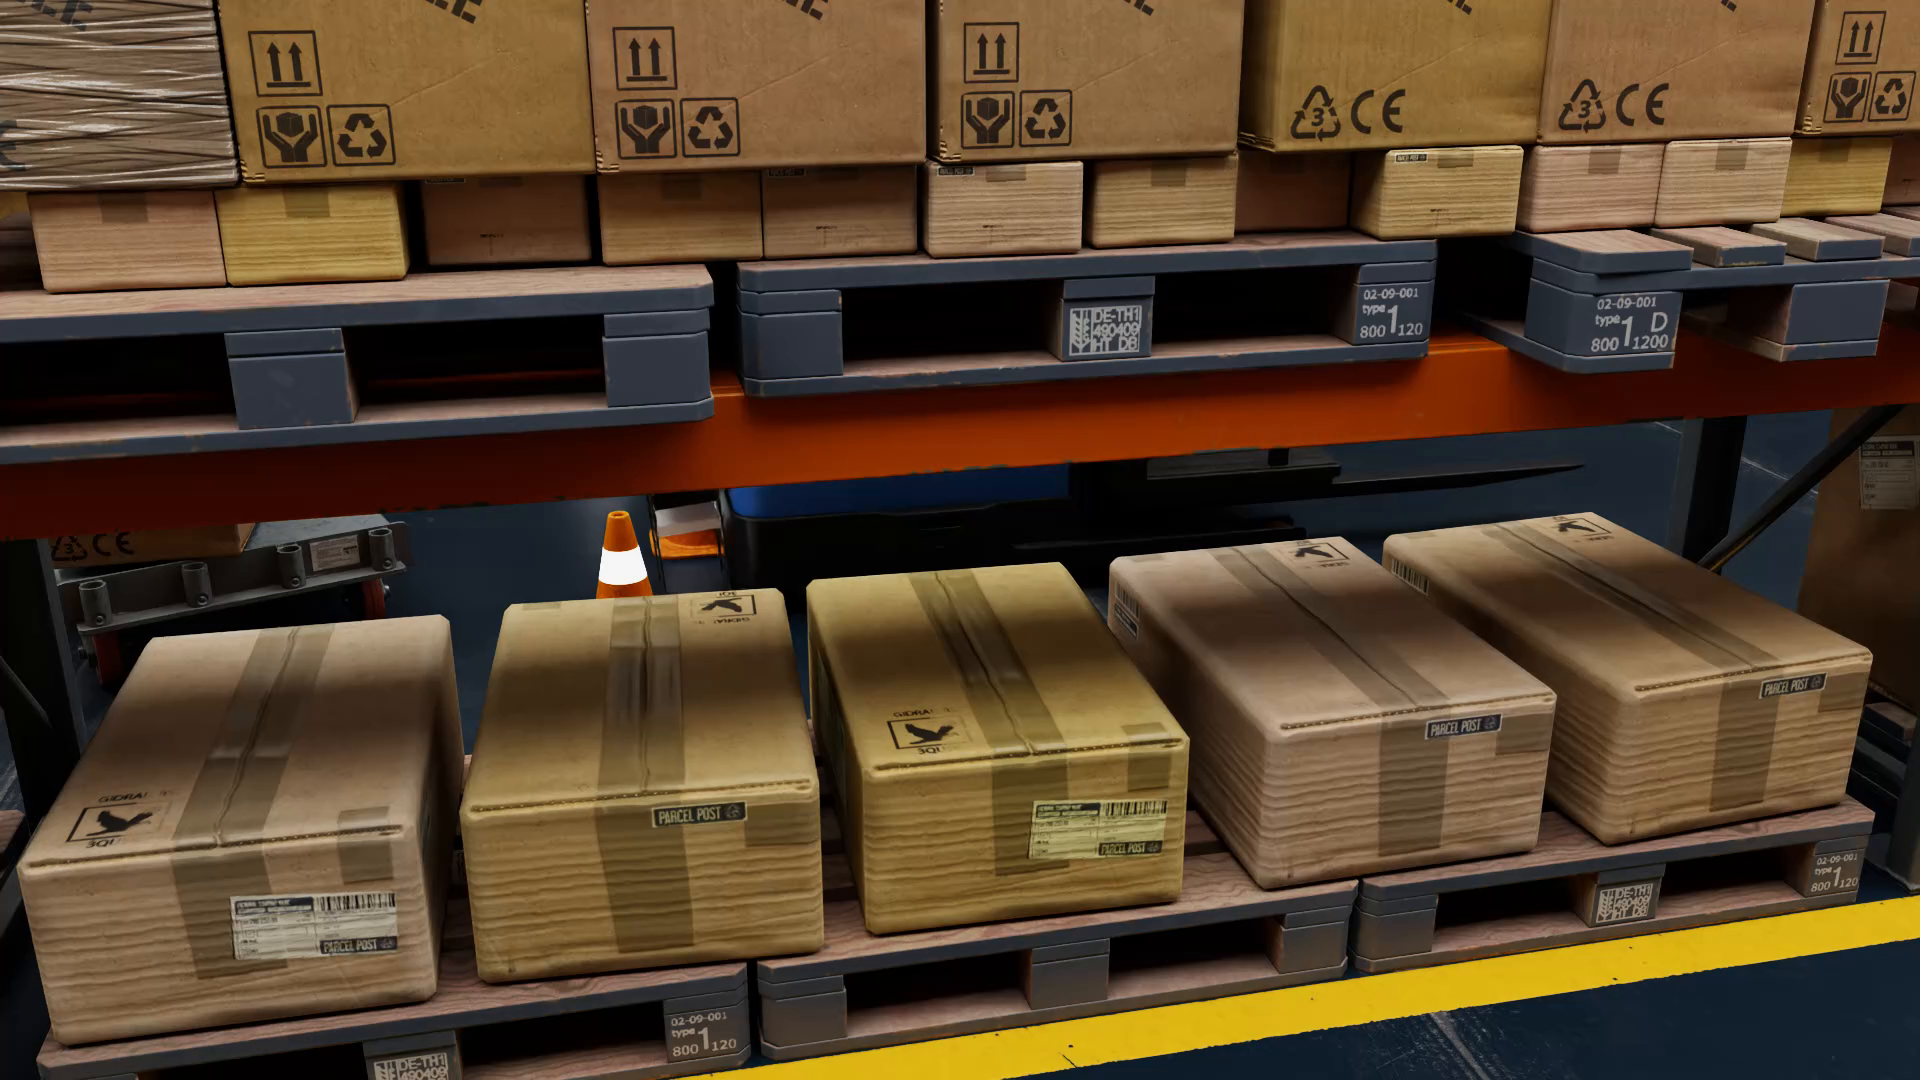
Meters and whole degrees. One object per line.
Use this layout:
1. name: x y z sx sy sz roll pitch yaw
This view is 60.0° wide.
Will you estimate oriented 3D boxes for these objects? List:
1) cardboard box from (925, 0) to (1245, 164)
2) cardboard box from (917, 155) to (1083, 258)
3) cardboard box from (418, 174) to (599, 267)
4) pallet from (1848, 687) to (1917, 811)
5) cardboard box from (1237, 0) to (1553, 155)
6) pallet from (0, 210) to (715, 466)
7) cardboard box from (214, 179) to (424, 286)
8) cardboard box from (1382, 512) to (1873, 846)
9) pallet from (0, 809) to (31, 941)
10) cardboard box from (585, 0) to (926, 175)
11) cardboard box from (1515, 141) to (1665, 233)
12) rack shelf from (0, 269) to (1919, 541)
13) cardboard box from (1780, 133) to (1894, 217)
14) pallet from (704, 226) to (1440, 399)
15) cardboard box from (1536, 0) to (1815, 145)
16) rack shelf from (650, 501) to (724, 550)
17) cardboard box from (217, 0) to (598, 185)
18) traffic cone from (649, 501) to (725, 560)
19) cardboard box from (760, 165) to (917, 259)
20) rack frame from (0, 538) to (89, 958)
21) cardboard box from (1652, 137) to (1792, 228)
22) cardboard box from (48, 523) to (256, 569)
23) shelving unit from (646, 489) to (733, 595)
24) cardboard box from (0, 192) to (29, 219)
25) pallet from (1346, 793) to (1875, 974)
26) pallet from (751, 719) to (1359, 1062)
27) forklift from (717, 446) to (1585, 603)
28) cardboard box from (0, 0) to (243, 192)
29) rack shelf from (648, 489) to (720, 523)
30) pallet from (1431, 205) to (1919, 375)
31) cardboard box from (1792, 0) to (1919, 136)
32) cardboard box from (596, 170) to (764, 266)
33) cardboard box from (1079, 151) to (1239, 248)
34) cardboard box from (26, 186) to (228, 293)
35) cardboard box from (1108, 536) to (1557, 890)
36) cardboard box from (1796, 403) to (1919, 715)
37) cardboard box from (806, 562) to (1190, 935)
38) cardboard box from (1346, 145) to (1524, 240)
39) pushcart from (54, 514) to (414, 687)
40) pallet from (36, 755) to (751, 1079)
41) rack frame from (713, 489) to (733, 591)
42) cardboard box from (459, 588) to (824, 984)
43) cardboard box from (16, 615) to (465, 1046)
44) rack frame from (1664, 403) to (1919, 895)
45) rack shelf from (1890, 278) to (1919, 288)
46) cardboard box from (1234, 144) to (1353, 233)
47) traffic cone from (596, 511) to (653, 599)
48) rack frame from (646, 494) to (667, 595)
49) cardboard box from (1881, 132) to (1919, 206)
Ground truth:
1. cardboard box: 0.145 -0.923 2.785 0.500 0.500 0.500 -6 21 -15
2. cardboard box: 0.039 -0.590 2.820 0.250 0.149 0.380 -4 20 -10
3. cardboard box: -0.733 -0.561 2.741 0.250 0.149 0.380 -3 20 -9
4. pallet: 2.831 0.476 4.208 1.213 0.211 1.003 -5 21 -12
5. cardboard box: 0.676 -0.966 2.902 0.500 0.500 0.500 -6 21 -16
6. pallet: -1.069 -0.401 2.828 1.213 0.211 1.003 -5 21 -12
7. cardboard box: -0.991 -0.513 2.610 0.250 0.149 0.380 -4 21 -11
8. cardboard box: 1.494 0.282 3.893 0.625 0.372 0.950 -6 21 -16
9. pallet: -2.492 0.895 3.065 1.213 0.211 1.003 -5 21 -12
10. cardboard box: -0.353 -0.879 2.664 0.500 0.500 0.500 -5 21 -13
11. cardboard box: 1.055 -0.673 3.045 0.250 0.149 0.380 -6 21 -15
12. rack shelf: 0.100 -0.300 3.318 4.000 0.370 1.077 -5 21 -12
13. cardboard box: 1.537 -0.725 3.188 0.250 0.149 0.380 -4 21 -12
14. pallet: 0.129 -0.536 3.194 1.213 0.211 1.003 -5 21 -12
15. cardboard box: 1.167 -1.006 3.012 0.500 0.500 0.500 -5 21 -13
16. rack shelf: -0.869 -0.062 5.273 0.200 0.077 0.258 -10 22 -13
17. cardboard box: -0.837 -0.844 2.570 0.500 0.500 0.500 -5 21 -12
18. traffic cone: -0.910 -0.213 5.722 0.334 0.463 0.336 -5 21 -12
19. cardboard box: -0.232 -0.587 2.810 0.250 0.149 0.380 -4 21 -12
20. rack frame: -1.847 -0.479 2.762 0.127 3.000 1.000 -5 21 -12
21. cardboard box: 1.302 -0.690 3.092 0.250 0.149 0.380 -5 21 -13
22. cardboard box: -2.285 -0.255 4.682 0.500 0.500 0.500 -5 21 -12
23. shelving unit: -0.886 -0.260 5.195 0.210 0.900 0.258 -10 22 -13
24. cardboard box: -3.712 -1.301 7.485 0.875 0.875 0.875 -4 21 -12
25. pallet: 1.285 0.575 3.939 1.213 0.211 1.003 -5 21 -12
26. pallet: 0.100 0.670 3.678 1.213 0.211 1.003 -5 21 -12
27. forklift: 0.671 -1.429 5.455 3.031 2.935 1.130 -5 21 -12
28. cardboard box: -1.324 -0.804 2.461 0.500 0.500 0.500 -4 21 -11
29. rack shelf: -0.876 -0.146 5.240 0.200 0.077 0.258 -10 22 -13
30. pallet: 1.377 -0.614 3.408 1.003 0.211 1.213 -5 21 -12
31. cardboard box: 1.668 -1.051 3.134 0.500 0.500 0.500 -5 21 -14
32. cardboard box: -0.473 -0.568 2.758 0.250 0.149 0.380 -4 21 -12
33. cardboard box: 0.292 -0.621 2.905 0.250 0.149 0.380 -5 21 -14
34. cardboard box: -1.236 -0.497 2.564 0.250 0.149 0.380 -4 21 -12
35. cardboard box: 0.778 0.343 3.727 0.625 0.372 0.950 -5 21 -14
36. cardboard box: 2.737 -0.022 3.993 0.875 0.875 0.875 -5 21 -13
37. cardboard box: 0.038 0.401 3.568 0.625 0.372 0.950 -4 20 -11
38. cardboard box: 0.791 -0.646 2.973 0.250 0.149 0.380 -4 21 -12
39. pushcart: -2.420 -0.007 5.286 0.936 0.377 1.648 -13 24 -31
40. pallet: -1.089 0.768 3.412 1.213 0.211 1.003 -5 21 -12
41. rack frame: -0.788 -0.277 5.218 0.006 0.900 0.240 -10 22 -13
42. cardboard box: -0.638 0.457 3.416 0.625 0.372 0.950 -3 20 -9
43. cardboard box: -1.337 0.515 3.258 0.625 0.372 0.950 -4 21 -12
44. rack frame: 2.046 -0.796 3.627 0.127 3.000 1.000 -5 21 -12
45. rack shelf: 3.992 -0.616 4.182 4.000 0.370 1.077 -5 21 -12
46. cardboard box: 0.517 -0.669 3.034 0.250 0.149 0.380 -4 21 -12
47. traffic cone: -0.962 0.145 4.746 0.334 0.463 0.336 -5 21 -12
48. rack frame: -0.984 -0.243 5.173 0.006 0.900 0.240 -10 22 -13
49. cardboard box: 1.781 -0.770 3.312 0.250 0.149 0.380 -4 20 -10
